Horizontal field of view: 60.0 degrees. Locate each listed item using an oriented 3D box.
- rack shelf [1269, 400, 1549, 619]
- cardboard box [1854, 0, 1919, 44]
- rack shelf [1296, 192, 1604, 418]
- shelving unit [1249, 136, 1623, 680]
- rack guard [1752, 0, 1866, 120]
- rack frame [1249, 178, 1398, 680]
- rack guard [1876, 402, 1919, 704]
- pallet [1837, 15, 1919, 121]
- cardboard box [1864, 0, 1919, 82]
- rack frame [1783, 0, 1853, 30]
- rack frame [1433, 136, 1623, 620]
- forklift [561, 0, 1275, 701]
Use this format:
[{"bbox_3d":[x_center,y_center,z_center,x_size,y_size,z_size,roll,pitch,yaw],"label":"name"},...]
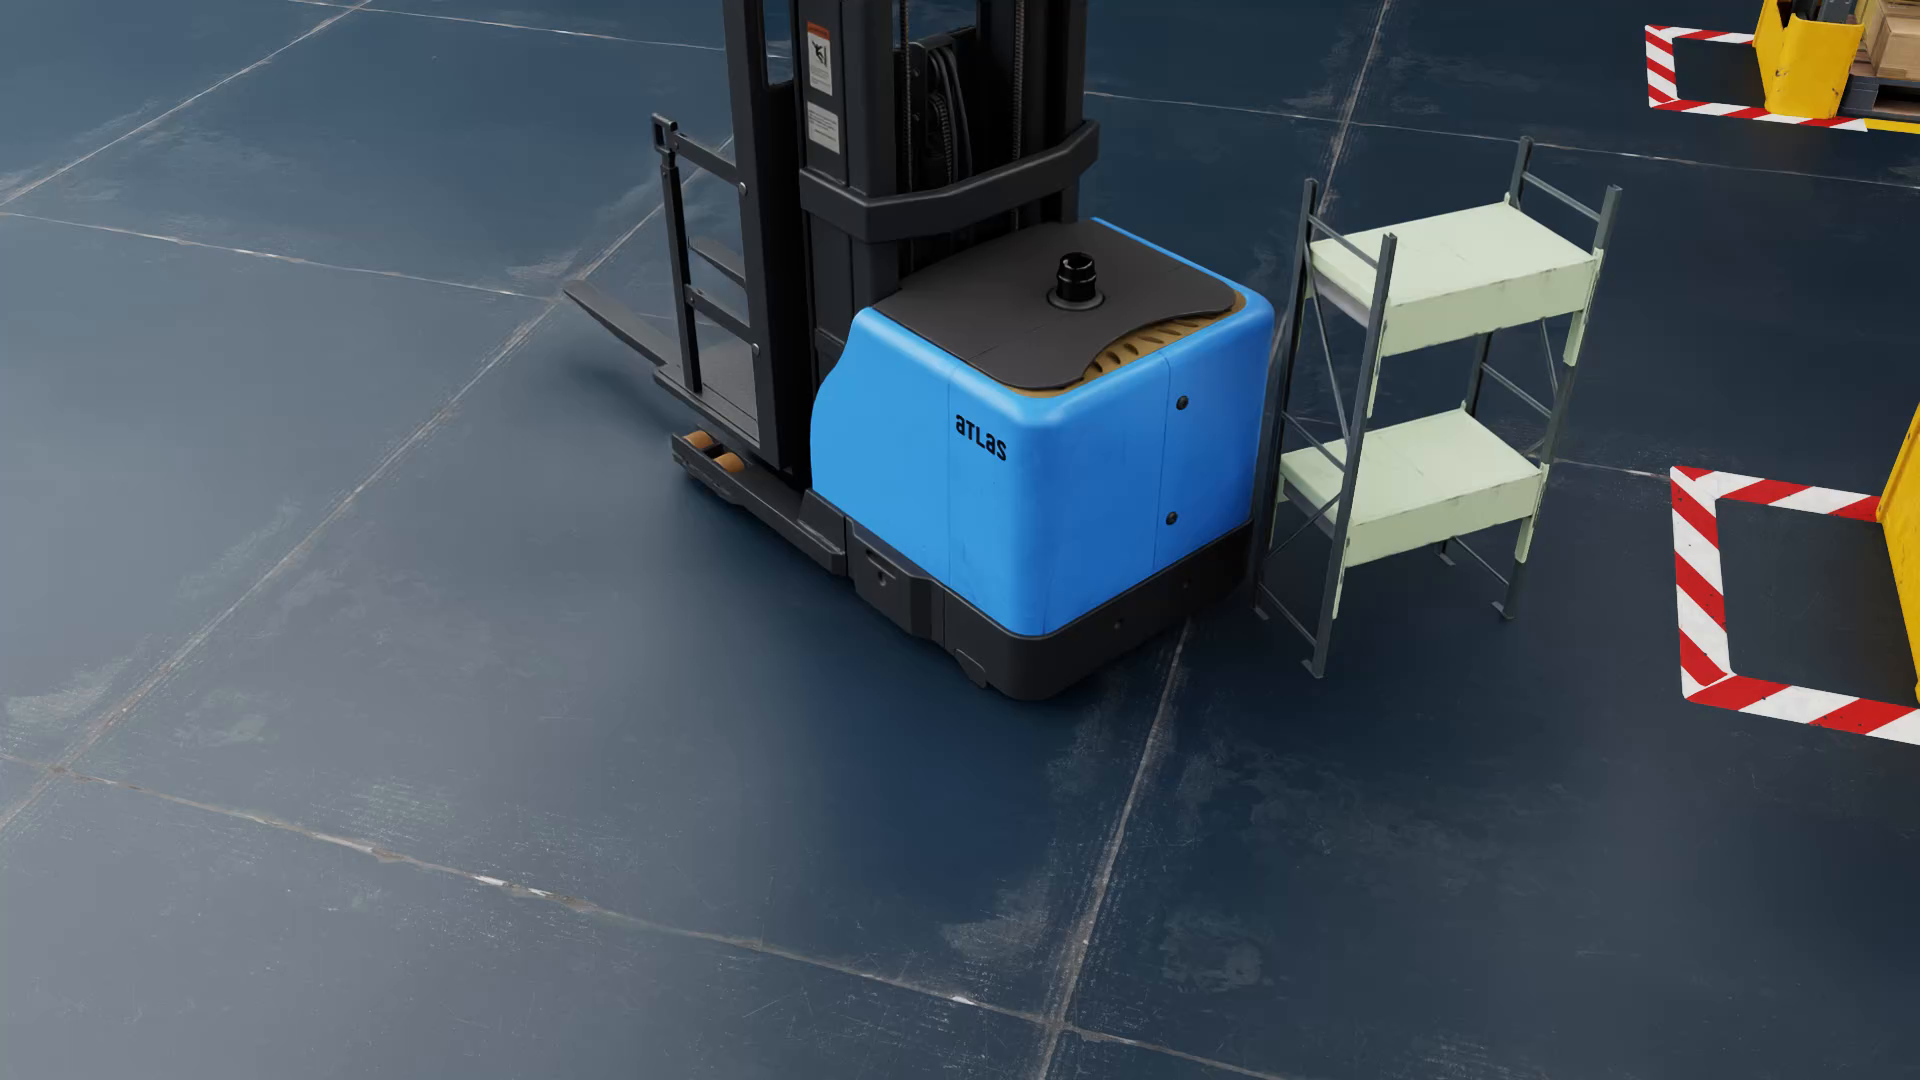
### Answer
[{"bbox_3d":[1.373,-0.105,5.177,0.720,0.370,0.431,-14,39,-19],"label":"rack shelf"},{"bbox_3d":[5.242,-2.902,9.128,0.500,0.250,0.500,10,38,14],"label":"cardboard box"},{"bbox_3d":[1.373,-0.682,4.753,0.720,0.370,0.431,-14,39,-19],"label":"rack shelf"},{"bbox_3d":[1.373,-0.368,4.984,0.755,1.500,0.431,-14,39,-19],"label":"shelving unit"},{"bbox_3d":[4.619,-2.765,9.086,0.348,0.500,1.175,10,38,14],"label":"rack guard"},{"bbox_3d":[1.038,-0.281,4.867,0.023,1.500,0.400,-14,39,-19],"label":"rack frame"},{"bbox_3d":[3.248,0.028,5.291,0.348,0.500,1.175,10,38,14],"label":"rack guard"},{"bbox_3d":[5.384,-2.533,9.014,1.213,0.211,1.003,10,38,14],"label":"pallet"},{"bbox_3d":[5.087,-2.609,8.730,0.500,0.250,0.500,10,38,14],"label":"cardboard box"},{"bbox_3d":[4.642,-3.768,8.339,0.127,3.000,1.000,10,38,14],"label":"rack frame"},{"bbox_3d":[1.709,-0.454,5.102,0.023,1.500,0.400,-14,39,-19],"label":"rack frame"},{"bbox_3d":[-0.391,-1.497,5.312,1.130,2.935,3.031,-27,44,-32],"label":"forklift"}]
